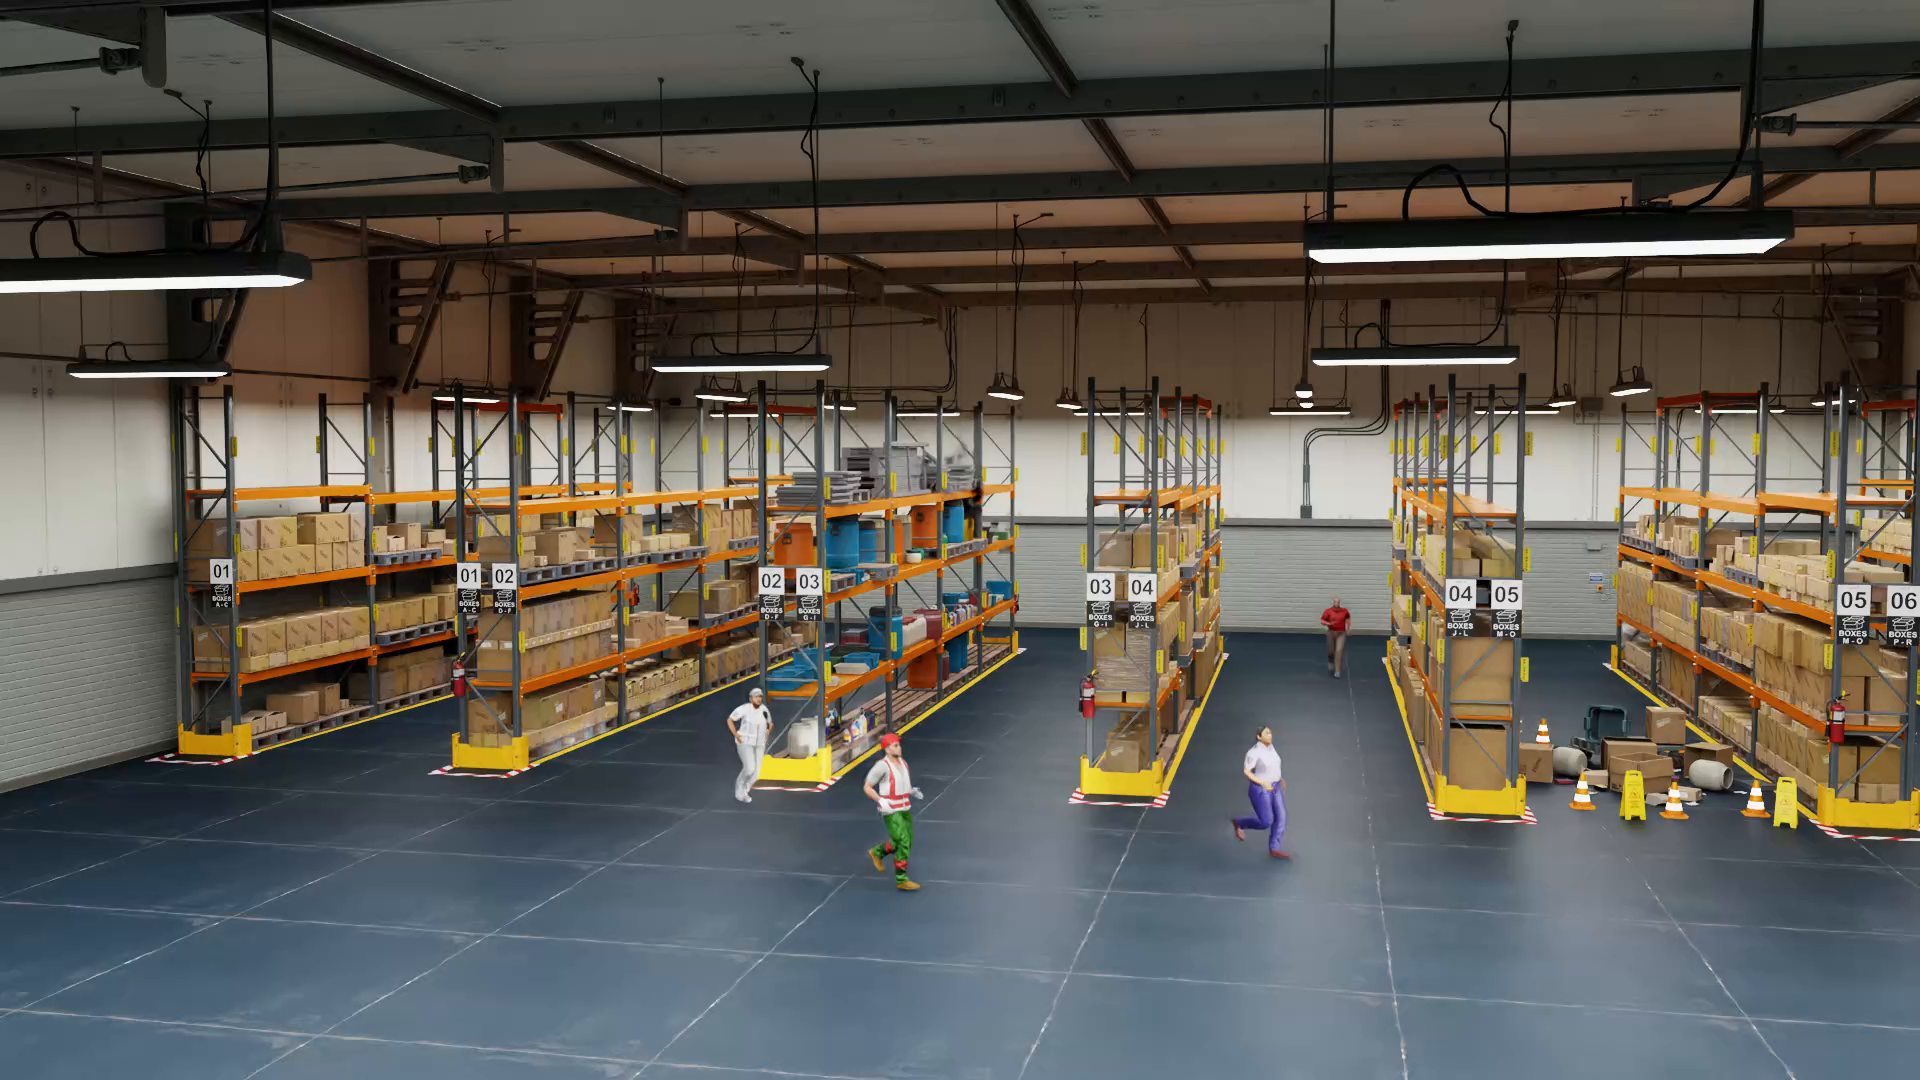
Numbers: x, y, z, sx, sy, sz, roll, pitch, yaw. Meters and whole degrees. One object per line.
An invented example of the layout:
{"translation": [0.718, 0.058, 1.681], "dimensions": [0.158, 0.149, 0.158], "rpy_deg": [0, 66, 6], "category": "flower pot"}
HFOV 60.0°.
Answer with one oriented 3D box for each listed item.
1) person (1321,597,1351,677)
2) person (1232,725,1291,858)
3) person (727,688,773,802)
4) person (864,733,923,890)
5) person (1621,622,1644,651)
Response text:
{"translation": [8.217, 2.091, 36.352], "dimensions": [0.664, 1.709, 0.944], "rpy_deg": [1, 3, 10], "category": "person"}
{"translation": [3.740, 3.068, 20.386], "dimensions": [0.621, 1.603, 0.769], "rpy_deg": [-3, 4, -43], "category": "person"}
{"translation": [-2.911, 2.886, 23.438], "dimensions": [0.647, 1.616, 0.540], "rpy_deg": [-2, 4, -34], "category": "person"}
{"translation": [-0.777, 3.070, 18.896], "dimensions": [0.786, 1.750, 0.663], "rpy_deg": [2, 4, 36], "category": "person"}
{"translation": [15.681, 1.947, 38.802], "dimensions": [0.923, 1.762, 0.763], "rpy_deg": [2, 4, 32], "category": "person"}
